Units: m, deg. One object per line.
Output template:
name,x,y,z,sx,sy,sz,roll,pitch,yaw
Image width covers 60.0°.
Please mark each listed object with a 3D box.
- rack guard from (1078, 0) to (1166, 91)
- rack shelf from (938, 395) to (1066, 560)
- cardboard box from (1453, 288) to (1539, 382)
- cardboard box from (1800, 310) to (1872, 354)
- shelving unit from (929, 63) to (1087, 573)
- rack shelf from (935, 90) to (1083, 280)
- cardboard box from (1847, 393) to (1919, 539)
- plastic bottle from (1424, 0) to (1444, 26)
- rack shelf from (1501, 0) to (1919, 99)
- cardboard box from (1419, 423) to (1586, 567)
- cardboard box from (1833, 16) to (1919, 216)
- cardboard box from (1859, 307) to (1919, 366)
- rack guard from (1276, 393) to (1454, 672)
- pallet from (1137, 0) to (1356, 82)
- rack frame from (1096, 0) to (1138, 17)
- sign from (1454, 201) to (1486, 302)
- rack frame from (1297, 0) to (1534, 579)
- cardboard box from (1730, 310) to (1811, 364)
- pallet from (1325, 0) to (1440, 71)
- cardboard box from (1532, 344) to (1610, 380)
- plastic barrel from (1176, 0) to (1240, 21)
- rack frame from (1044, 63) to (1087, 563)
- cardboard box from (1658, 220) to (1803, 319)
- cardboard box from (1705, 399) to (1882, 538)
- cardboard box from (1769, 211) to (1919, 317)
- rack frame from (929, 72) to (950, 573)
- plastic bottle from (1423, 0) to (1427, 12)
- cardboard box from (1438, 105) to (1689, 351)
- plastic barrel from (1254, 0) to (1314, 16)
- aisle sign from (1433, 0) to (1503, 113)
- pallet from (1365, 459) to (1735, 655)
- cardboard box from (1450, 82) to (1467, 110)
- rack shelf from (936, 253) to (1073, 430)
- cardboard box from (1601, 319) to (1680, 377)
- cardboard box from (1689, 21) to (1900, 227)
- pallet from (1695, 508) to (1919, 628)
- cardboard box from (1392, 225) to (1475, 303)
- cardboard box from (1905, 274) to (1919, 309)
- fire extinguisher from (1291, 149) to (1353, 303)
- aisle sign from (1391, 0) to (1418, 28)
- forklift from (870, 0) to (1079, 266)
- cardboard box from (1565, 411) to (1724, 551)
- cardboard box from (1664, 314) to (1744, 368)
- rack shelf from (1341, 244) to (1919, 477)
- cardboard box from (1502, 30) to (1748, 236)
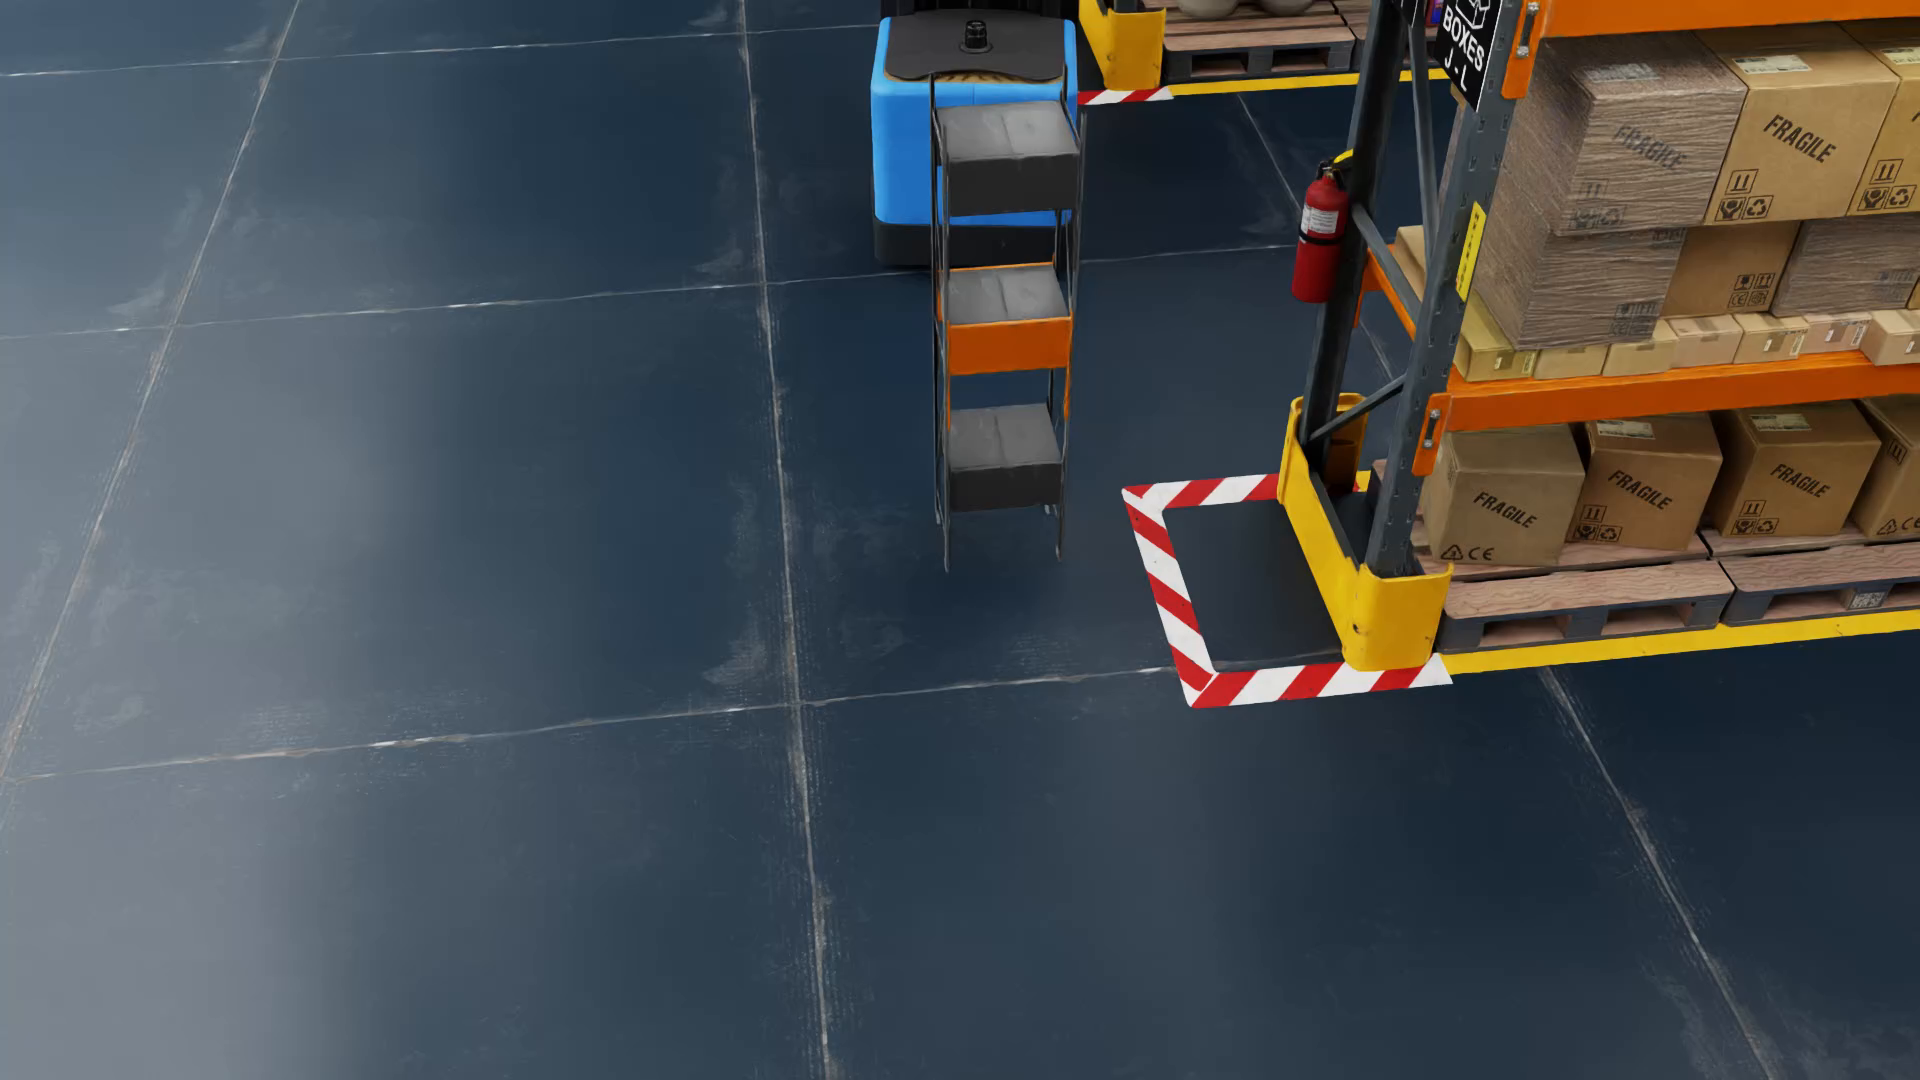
rack guard,1.013,-3.375,10.619,0.348,0.500,1.175,-5,42,-6
rack shelf,0.164,-0.264,7.041,0.480,0.518,0.431,-5,42,-6
cardboard box,1.899,-0.749,6.029,0.250,0.149,0.380,-5,42,-6
cardboard box,3.138,-0.862,6.154,0.250,0.149,0.380,-5,42,-6
shelving unit,0.164,-0.794,6.563,0.503,2.100,0.431,-5,42,-6
rack shelf,0.164,-1.304,6.103,0.480,0.518,0.431,-5,42,-6
cardboard box,3.977,-0.382,6.987,0.500,0.500,0.500,-9,43,-9
plastic bottle,3.008,-3.378,10.455,0.133,0.283,0.061,-4,42,-5
rack shelf,3.569,-1.997,5.522,4.000,0.370,1.077,-5,42,-6
cardboard box,2.207,-0.247,6.837,0.500,0.500,0.500,2,42,2
cardboard box,3.158,-1.445,5.569,0.500,0.500,0.500,-5,42,-6
cardboard box,3.399,-0.815,6.102,0.250,0.149,0.380,-5,42,-6
rack guard,1.661,-0.055,6.937,0.348,0.500,1.175,-5,42,-6
pallet,1.819,-3.335,10.790,1.213,0.211,1.003,-5,42,-6
rack frame,0.943,-4.266,9.739,0.127,3.000,1.000,-5,42,-6
sign,1.656,-0.937,5.403,0.005,0.325,0.100,-5,42,-6
rack frame,1.585,-0.976,6.093,0.127,3.000,1.000,-5,42,-6
cardboard box,2.893,-0.823,6.110,0.250,0.149,0.380,-5,42,-6
pallet,3.026,-3.439,10.905,1.213,0.211,1.003,-5,42,-6
cardboard box,2.149,-0.758,6.039,0.250,0.149,0.380,-5,42,-6
plastic barrel,1.586,-3.606,10.552,0.421,0.512,0.421,0,42,0
rack frame,0.406,-0.815,6.586,0.015,2.100,0.400,-5,42,-6
cardboard box,2.615,-1.276,6.129,0.500,0.500,0.875,-5,42,-6
cardboard box,3.418,-0.363,6.966,0.500,0.500,0.500,-1,42,-2
cardboard box,3.116,-1.291,6.145,0.500,0.500,0.875,-5,42,-6
rack frame,-0.078,-0.773,6.539,0.015,2.100,0.400,-5,42,-6
plastic bottle,2.884,-3.349,10.484,0.097,0.201,0.097,0,42,0
cardboard box,2.134,-1.153,5.992,0.500,0.500,0.875,-5,42,-6
plastic barrel,2.083,-3.649,10.600,0.421,0.512,0.421,0,42,0
aisle sign,1.563,-1.737,4.995,0.004,0.787,0.394,-5,42,-6
pallet,2.471,0.006,7.086,1.213,0.211,1.003,-5,42,-6
cardboard box,2.099,-1.707,5.860,0.500,0.500,0.500,-5,42,-6
rack shelf,0.164,-0.784,6.572,0.480,0.518,0.431,-5,42,-6
cardboard box,2.399,-0.770,6.052,0.250,0.149,0.380,-5,42,-6
cardboard box,2.663,-1.401,5.520,0.500,0.500,0.500,-5,42,-6
pallet,3.678,-0.098,7.201,1.213,0.211,1.003,-5,42,-6
cardboard box,1.841,-1.045,6.356,0.250,0.149,0.380,-5,42,-6
cardboard box,3.613,-1.327,6.185,0.500,0.500,0.875,-5,42,-6
fire extinguisher,1.412,-1.244,6.447,0.183,0.674,0.296,-5,42,-6
aisle sign,1.485,-2.135,5.437,0.004,0.787,0.394,-5,42,-6
forklift,0.115,-3.489,8.930,1.130,2.935,3.031,1,42,1
cardboard box,2.795,-0.322,6.920,0.500,0.500,0.500,5,42,6
cardboard box,2.644,-0.805,6.091,0.250,0.149,0.380,-5,42,-6
rack shelf,3.569,-0.883,6.526,4.000,0.370,1.077,-5,42,-6
cardboard box,2.166,-1.362,5.477,0.500,0.500,0.500,-5,42,-6
